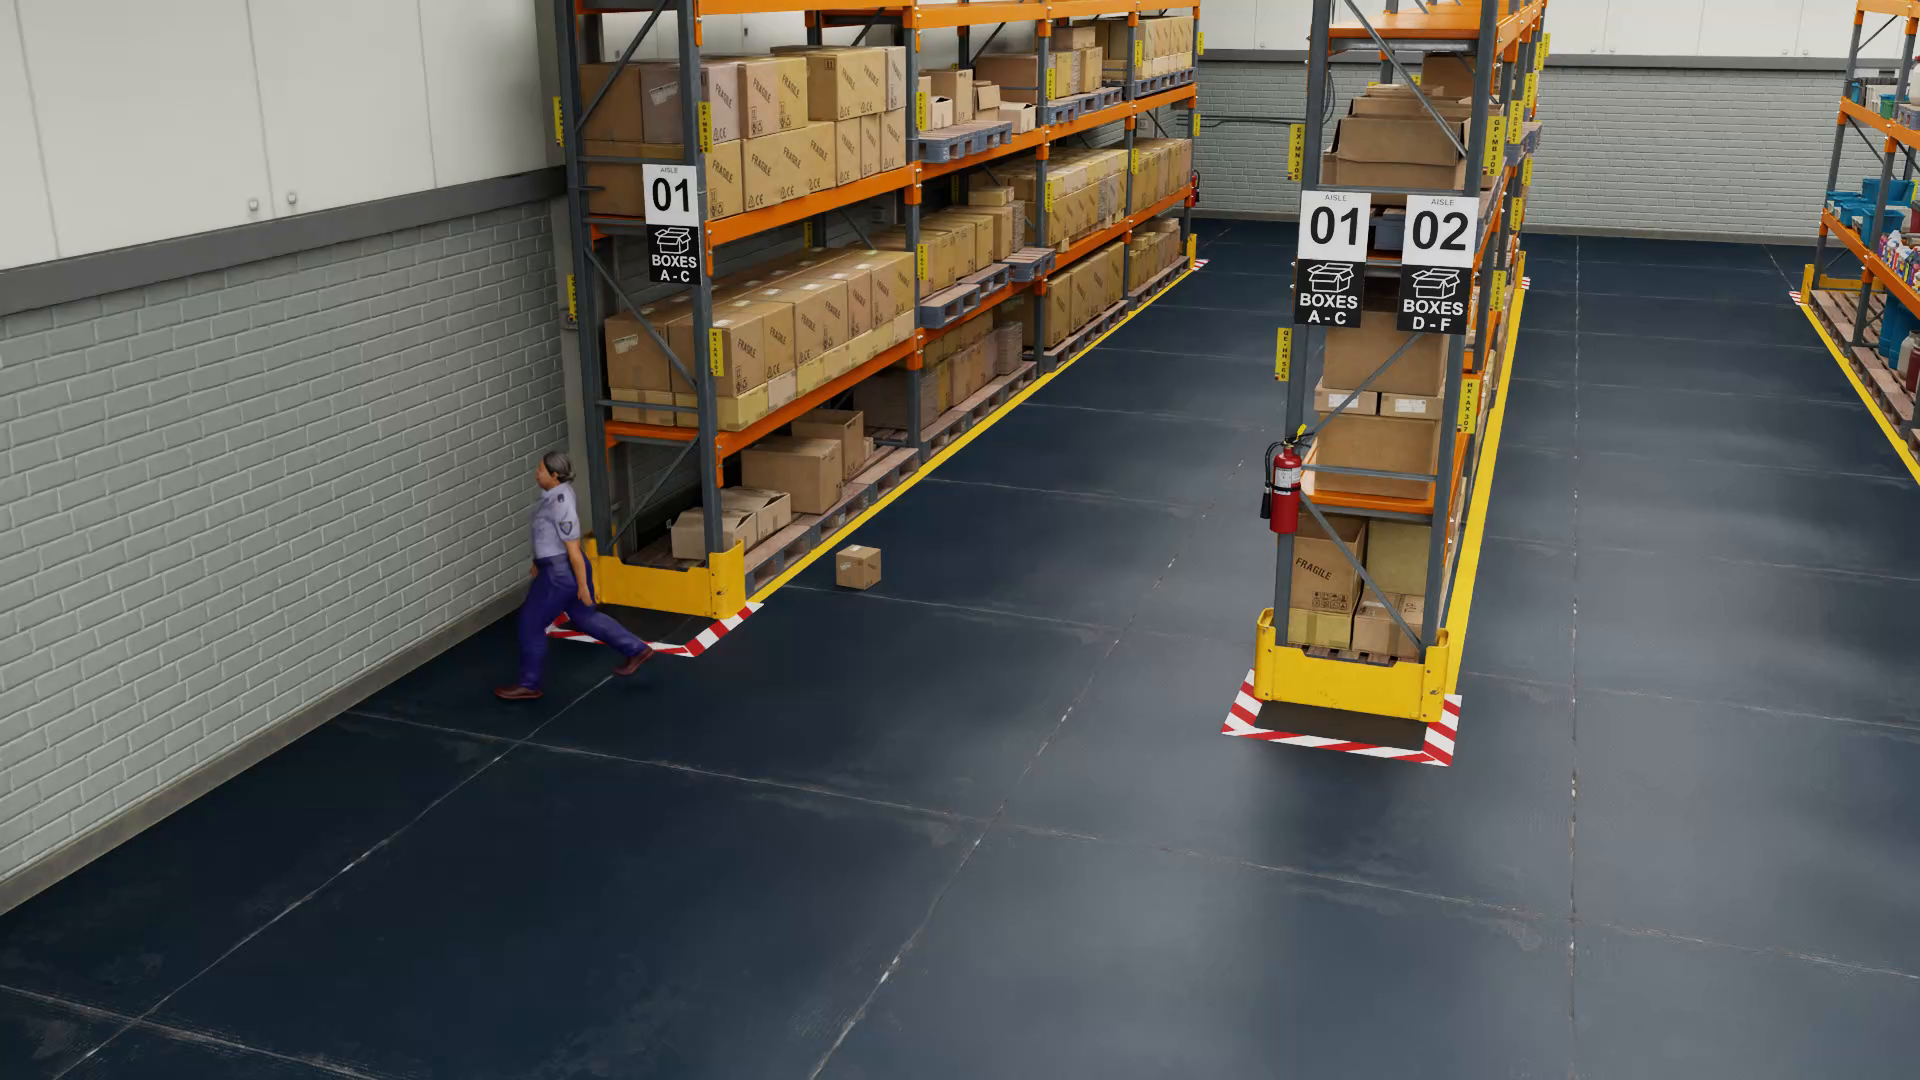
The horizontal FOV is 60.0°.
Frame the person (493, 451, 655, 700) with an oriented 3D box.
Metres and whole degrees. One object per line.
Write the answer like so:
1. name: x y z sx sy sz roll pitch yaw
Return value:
1. person: -2.479 0.201 10.507 1.005 1.598 0.482 -2 19 -5
